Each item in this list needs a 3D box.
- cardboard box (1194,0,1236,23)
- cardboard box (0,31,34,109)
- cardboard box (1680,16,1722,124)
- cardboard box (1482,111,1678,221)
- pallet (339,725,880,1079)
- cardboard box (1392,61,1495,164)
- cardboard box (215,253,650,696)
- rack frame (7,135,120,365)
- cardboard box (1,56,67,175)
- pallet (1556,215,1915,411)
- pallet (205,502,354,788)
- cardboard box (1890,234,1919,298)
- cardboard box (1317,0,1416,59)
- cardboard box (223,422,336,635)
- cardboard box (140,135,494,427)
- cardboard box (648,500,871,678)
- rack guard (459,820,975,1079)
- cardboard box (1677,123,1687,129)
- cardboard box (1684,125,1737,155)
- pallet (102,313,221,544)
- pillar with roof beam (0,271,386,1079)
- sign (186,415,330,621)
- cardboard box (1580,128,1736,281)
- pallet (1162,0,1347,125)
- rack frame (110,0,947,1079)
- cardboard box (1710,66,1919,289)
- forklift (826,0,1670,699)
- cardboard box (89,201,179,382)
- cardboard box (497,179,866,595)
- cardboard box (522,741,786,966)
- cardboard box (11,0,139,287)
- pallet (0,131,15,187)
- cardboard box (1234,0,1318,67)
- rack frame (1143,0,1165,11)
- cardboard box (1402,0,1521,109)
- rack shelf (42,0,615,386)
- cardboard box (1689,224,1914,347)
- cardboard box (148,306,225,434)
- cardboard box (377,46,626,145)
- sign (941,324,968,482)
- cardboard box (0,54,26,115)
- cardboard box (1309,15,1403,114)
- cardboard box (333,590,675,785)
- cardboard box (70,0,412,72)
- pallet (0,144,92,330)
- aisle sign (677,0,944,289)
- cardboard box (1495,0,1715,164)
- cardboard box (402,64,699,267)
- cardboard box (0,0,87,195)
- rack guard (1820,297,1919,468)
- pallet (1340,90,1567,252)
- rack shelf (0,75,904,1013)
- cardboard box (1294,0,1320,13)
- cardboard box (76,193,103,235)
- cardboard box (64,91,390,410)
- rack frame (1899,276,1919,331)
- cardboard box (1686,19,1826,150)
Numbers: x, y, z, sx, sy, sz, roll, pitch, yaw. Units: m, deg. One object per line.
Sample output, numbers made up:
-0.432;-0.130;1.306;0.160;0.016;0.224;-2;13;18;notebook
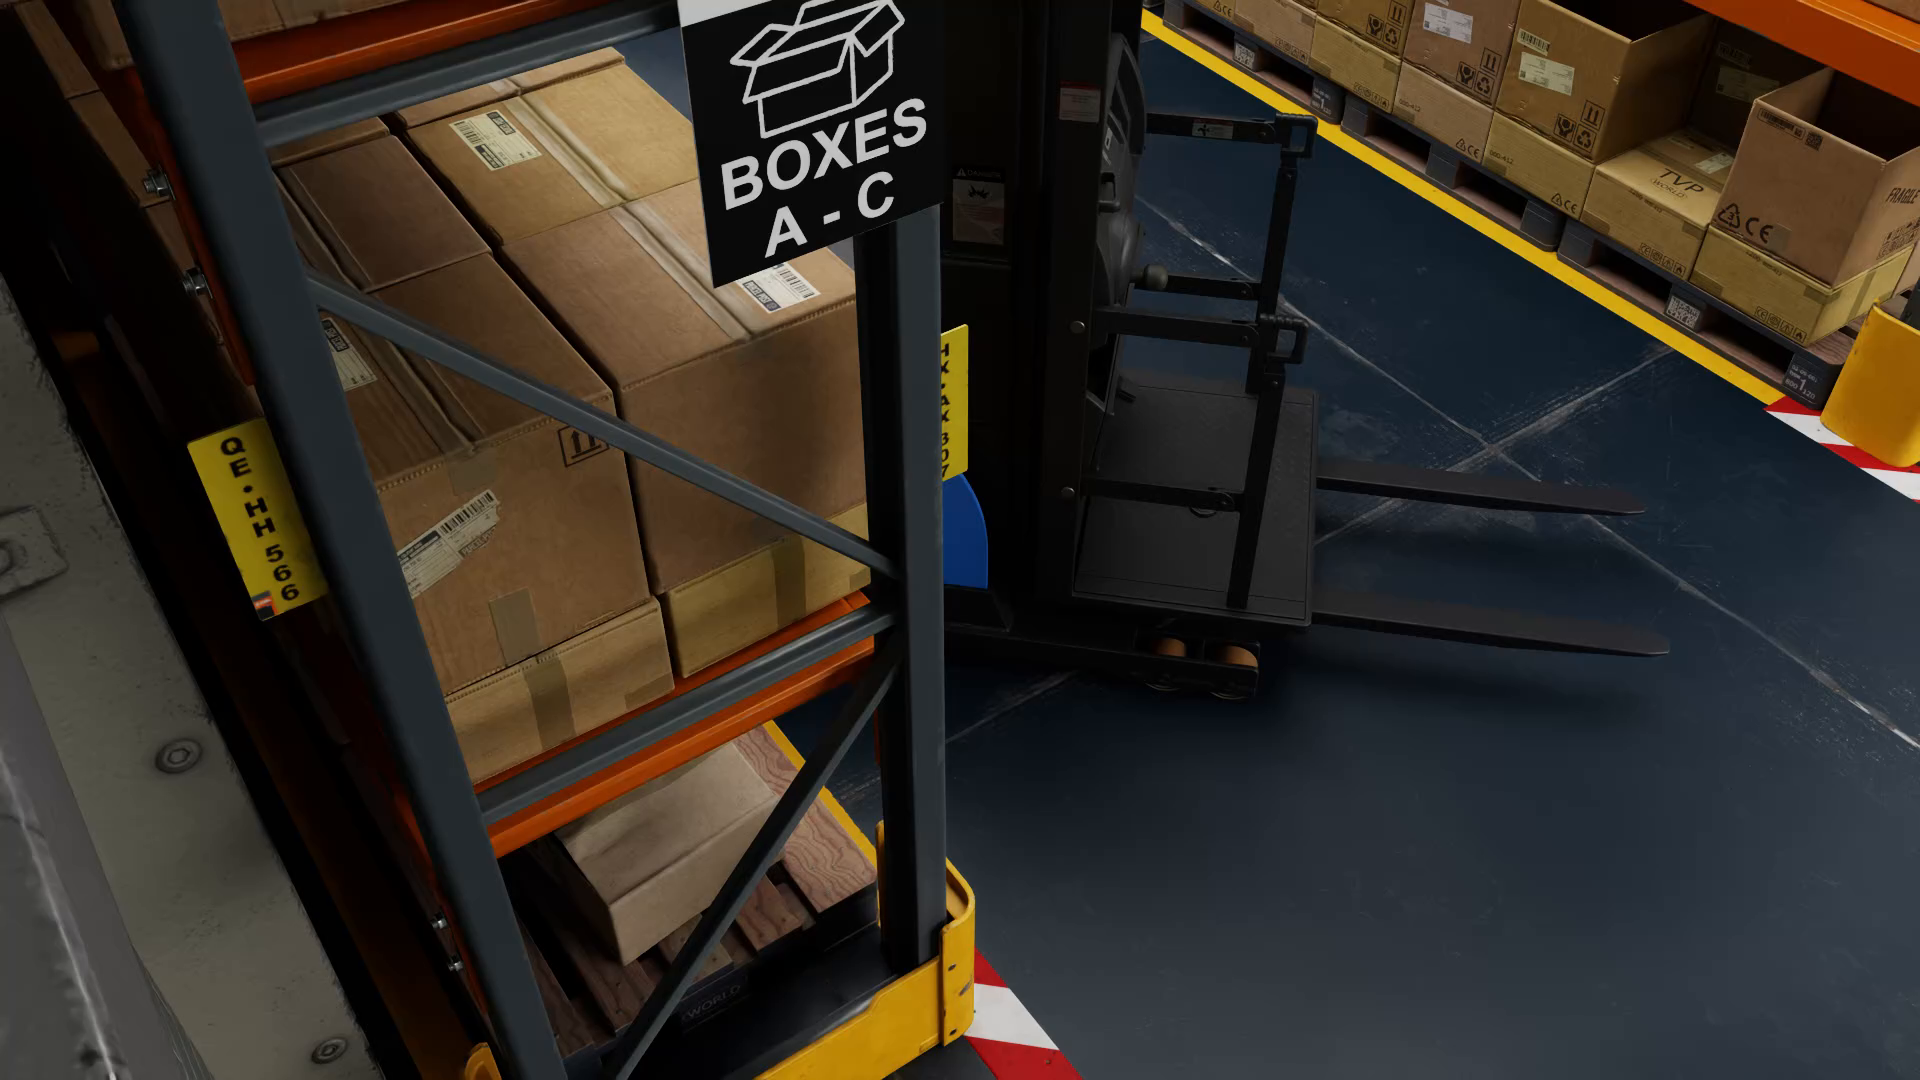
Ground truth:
1.316;-2.698;7.796;0.500;0.250;0.500;-26;49;-24;cardboard box
-2.371;-1.545;4.452;0.500;0.500;0.500;-26;49;-25;cardboard box
2.879;-2.038;6.562;0.500;0.500;0.500;-26;49;-24;cardboard box
2.455;-1.563;6.607;0.500;0.250;0.500;-26;49;-24;cardboard box
-0.953;0.793;4.471;1.003;0.211;1.213;-26;49;-24;pallet
2.170;-1.847;6.904;0.500;0.250;0.500;-26;49;-24;cardboard box
-0.917;-0.106;2.945;0.500;0.500;0.500;-26;50;-25;cardboard box
-2.762;-1.964;5.340;1.000;3.000;0.127;-26;49;-24;rack frame
-2.366;-1.284;4.722;0.500;0.250;0.500;-27;50;-26;cardboard box
3.116;-1.066;6.418;1.003;0.211;1.213;-26;49;-24;pallet
-1.647;0.102;5.195;1.003;0.211;1.213;-26;49;-24;pallet
3.463;-1.207;6.234;0.500;0.250;0.500;-26;49;-24;cardboard box
1.880;-2.399;6.940;0.500;0.500;0.500;-26;49;-24;cardboard box
-1.205;-0.130;3.513;0.500;0.250;0.500;-24;49;-23;cardboard box
-1.197;-0.395;3.247;0.500;0.500;0.500;-25;49;-24;cardboard box
-0.492;-0.054;3.433;0.500;0.250;0.500;-27;50;-26;cardboard box
-0.517;1.162;3.875;1.175;0.500;0.348;-26;49;-24;rack guard
2.888;-1.772;6.825;0.500;0.250;0.500;-26;49;-24;cardboard box
3.174;-1.488;6.529;0.500;0.250;0.500;-26;49;-24;cardboard box
-2.349;-0.589;5.919;1.003;0.211;1.213;-26;49;-24;pallet
1.948;-3.624;2.734;9.100;9.000;0.400;-26;49;-24;pillar with roof beam
-0.940;-0.024;2.240;0.100;0.325;0.005;-26;49;-24;sign
2.742;-1.280;6.311;0.500;0.250;0.500;-26;49;-24;cardboard box
1.720;-2.448;7.866;1.003;0.211;1.213;-26;49;-24;pallet
-0.473;0.301;2.967;1.000;3.000;0.127;-26;49;-24;rack frame
3.037;-1.272;5.759;0.500;0.500;0.500;-26;49;-24;cardboard box
0.614;-0.984;4.363;3.031;2.935;1.130;7;44;7;forklift
-1.788;-0.698;4.108;0.500;0.250;0.500;-25;49;-24;cardboard box
-0.500;-0.312;3.160;0.500;0.500;0.500;-26;49;-24;cardboard box
-0.795;0.687;4.191;0.500;0.311;0.500;-31;52;-29;cardboard box
-1.785;-0.971;3.851;0.500;0.500;0.500;-25;49;-24;cardboard box
-3.910;-2.087;7.489;1.003;0.211;1.213;-26;49;-24;pallet
1.598;-2.413;7.497;0.500;0.250;0.500;-26;49;-24;cardboard box
1.299;-3.923;7.392;1.000;3.000;0.127;-26;49;-24;rack frame
2.167;-2.117;6.644;0.500;0.500;0.500;-26;49;-24;cardboard box
-1.618;-1.656;3.366;1.077;0.370;4.000;-26;49;-24;rack shelf
3.038;-1.002;6.019;0.500;0.250;0.500;-26;49;-24;cardboard box
-1.497;-0.413;3.809;0.500;0.250;0.500;-26;49;-25;cardboard box
-1.065;-0.891;3.767;0.500;0.500;0.500;-27;50;-26;cardboard box
-0.029;-0.226;2.893;0.100;0.325;0.005;-26;49;-24;sign
-2.669;-1.566;5.017;0.500;0.250;0.500;-25;49;-24;cardboard box
1.879;-2.128;7.198;0.500;0.250;0.500;-26;49;-24;cardboard box
-0.900;0.160;3.209;0.500;0.250;0.500;-25;49;-24;cardboard box
-0.920;-0.963;2.032;0.500;0.500;0.500;-22;48;-22;cardboard box
-3.208;-1.396;6.764;1.003;0.211;1.213;-26;49;-24;pallet
-0.186;-0.717;2.151;0.394;0.787;0.004;-26;49;-24;aisle sign
2.452;-1.833;6.347;0.500;0.500;0.500;-26;49;-24;cardboard box
-0.775;-0.596;3.458;0.500;0.500;0.500;-26;49;-24;cardboard box
-2.091;-1.261;4.154;0.500;0.500;0.500;-24;49;-23;cardboard box
3.601;-0.740;5.868;1.175;0.500;0.348;-26;49;-24;rack guard
2.422;-1.756;7.141;1.003;0.211;1.213;-26;49;-24;pallet
-1.618;-0.571;4.402;1.077;0.370;4.000;-26;49;-24;rack shelf
1.600;-2.685;7.239;0.500;0.500;0.500;-26;49;-24;cardboard box
-2.062;-0.992;4.415;0.500;0.250;0.500;-27;50;-25;cardboard box
-1.497;-0.686;3.552;0.500;0.500;0.500;-27;50;-25;cardboard box
3.587;-1.658;5.019;1.000;3.000;0.127;-26;49;-24;rack frame
3.175;-1.760;6.270;0.500;0.500;0.500;-26;49;-24;cardboard box
